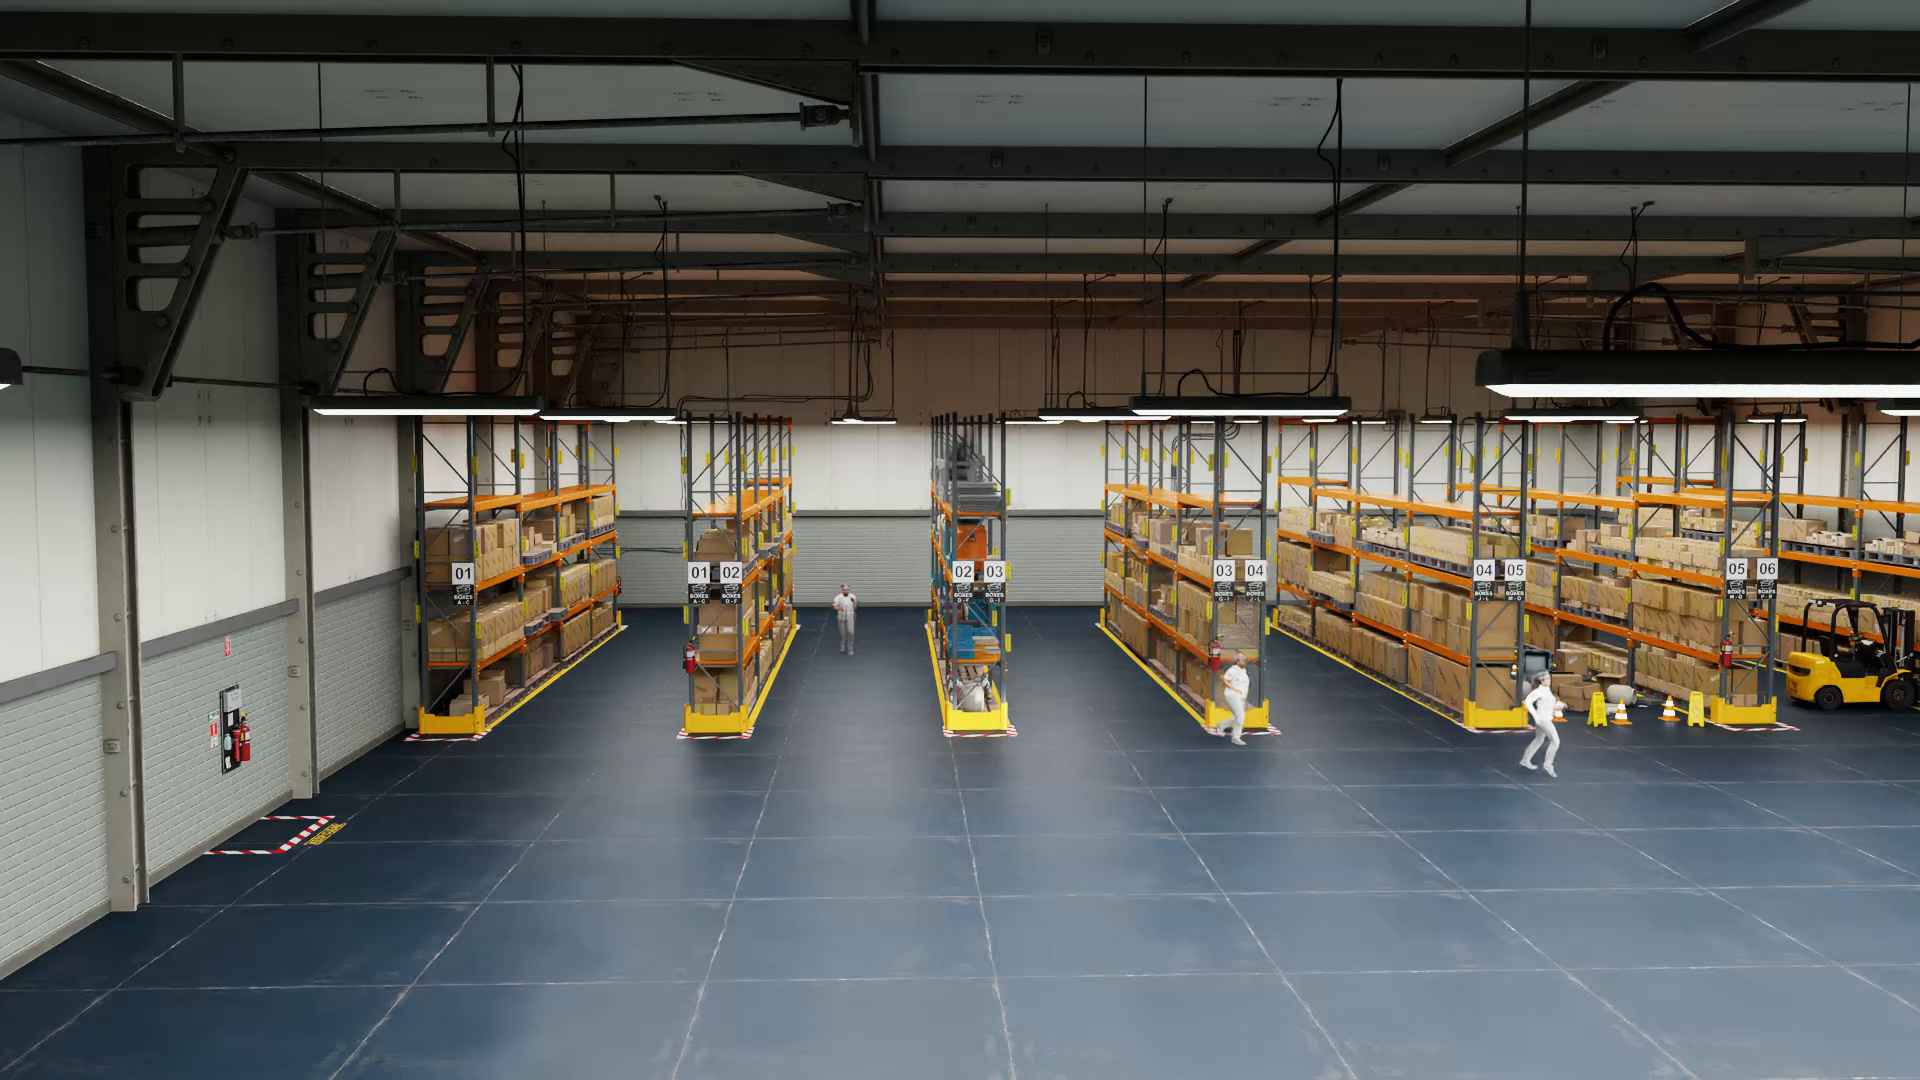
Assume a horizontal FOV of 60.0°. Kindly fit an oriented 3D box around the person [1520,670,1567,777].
[{"bbox_3d":[9.620,3.016,27.408,0.720,1.751,0.580,2,4,27],"label":"person"}]

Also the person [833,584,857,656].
[{"bbox_3d":[-2.894,1.997,41.851,0.589,1.830,0.880,0,4,-5],"label":"person"}]

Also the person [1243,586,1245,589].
[{"bbox_3d":[8.475,1.555,48.750,0.534,1.689,0.737,-1,4,-18],"label":"person"}]

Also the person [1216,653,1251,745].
[{"bbox_3d":[4.990,2.871,30.279,0.672,1.629,0.635,3,5,40],"label":"person"}]
